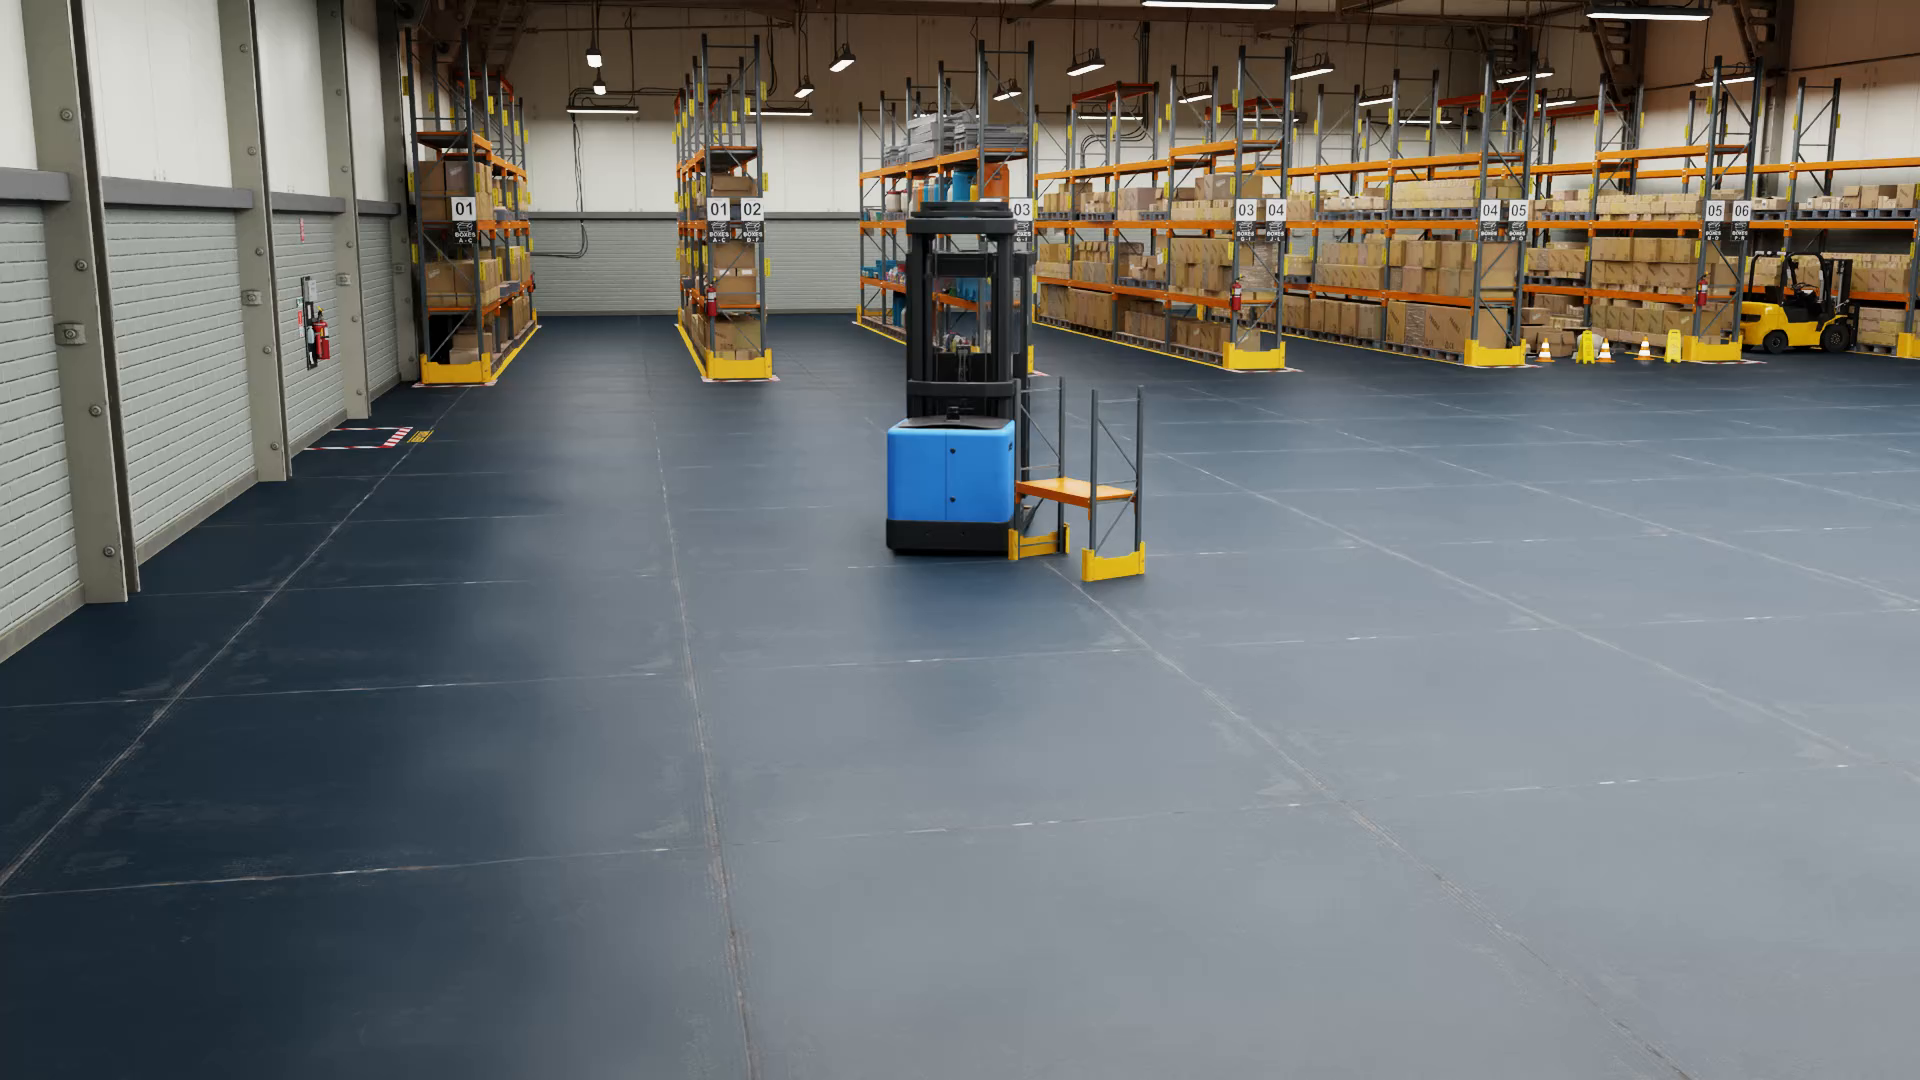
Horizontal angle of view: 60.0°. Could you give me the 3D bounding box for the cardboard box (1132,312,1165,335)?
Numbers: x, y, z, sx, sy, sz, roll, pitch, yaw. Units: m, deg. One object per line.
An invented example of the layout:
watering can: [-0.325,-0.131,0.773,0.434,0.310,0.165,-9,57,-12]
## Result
cardboard box: [4.413,-5.024,38.580,0.700,0.500,0.500,-3,11,-16]

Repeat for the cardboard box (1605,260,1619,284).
cardboard box: [14.574,-5.900,36.607,0.500,0.500,0.500,-2,11,-11]

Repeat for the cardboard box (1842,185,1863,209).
cardboard box: [19.785,-7.486,36.316,0.797,0.503,0.637,-2,11,-9]

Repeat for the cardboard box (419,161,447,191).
cardboard box: [-9.218,-6.345,28.994,0.500,0.500,0.500,-2,11,-8]

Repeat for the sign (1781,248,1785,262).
sign: [18.979,-6.576,38.339,0.100,0.325,0.005,-2,11,-11]

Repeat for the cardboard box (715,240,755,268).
cardboard box: [-4.108,-5.215,30.336,0.700,0.500,0.500,-2,11,-11]

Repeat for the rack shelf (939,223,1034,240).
rack shelf: [0.451,-6.099,32.620,1.077,0.370,4.000,-2,11,-11]

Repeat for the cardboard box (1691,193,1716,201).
cardboard box: [15.064,-6.946,33.684,0.380,0.149,0.250,-2,11,-10]

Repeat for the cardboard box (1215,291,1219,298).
cardboard box: [5.260,-4.850,32.827,0.380,0.149,0.250,-2,11,-11]

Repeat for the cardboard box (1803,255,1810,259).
cardboard box: [19.437,-6.468,37.859,0.380,0.149,0.250,-2,11,-10]

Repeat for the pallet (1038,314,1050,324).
pallet: [2.819,-6.213,46.776,1.003,0.211,1.213,-2,11,-11]

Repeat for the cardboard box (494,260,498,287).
cardboard box: [-9.158,-5.123,31.934,0.500,0.500,0.500,-2,11,-11]

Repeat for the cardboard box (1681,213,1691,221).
cardboard box: [14.995,-6.603,34.013,0.380,0.149,0.250,-2,11,-11]

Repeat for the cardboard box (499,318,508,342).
cardboard box: [-10.242,-4.577,36.231,0.700,0.500,0.500,-2,11,-10]

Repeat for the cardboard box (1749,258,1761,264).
cardboard box: [18.980,-6.627,39.488,0.380,0.149,0.250,-2,11,-13]

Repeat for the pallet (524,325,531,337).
pallet: [-11.283,-5.225,41.585,1.003,0.211,1.213,-2,11,-11]

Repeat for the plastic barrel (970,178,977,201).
plastic barrel: [0.494,-6.589,31.643,0.600,0.588,0.600,0,11,0]

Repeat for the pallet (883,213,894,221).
pallet: [-1.245,-8.054,41.470,1.213,0.211,1.003,-2,11,-11]

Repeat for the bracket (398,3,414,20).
bracket: [-9.433,-9.001,28.293,0.235,0.232,0.430,-2,11,-11]

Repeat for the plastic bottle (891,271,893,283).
plastic bottle: [-1.668,-6.510,41.190,0.061,0.283,0.133,-2,11,-11]

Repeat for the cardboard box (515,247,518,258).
cardboard box: [-10.680,-6.762,39.080,0.500,0.250,0.500,-2,11,-10]

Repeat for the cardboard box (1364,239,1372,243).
cardboard box: [12.122,-8.529,48.544,0.500,0.500,0.500,-2,11,-12]

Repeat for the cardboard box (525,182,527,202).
cardboard box: [-11.579,-9.086,43.393,0.500,0.500,0.500,-2,11,-11]

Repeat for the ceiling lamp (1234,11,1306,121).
ceiling lamp: [9.407,-14.306,50.180,2.000,3.185,0.800,-2,11,-11]

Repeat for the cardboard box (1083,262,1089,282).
cardboard box: [3.405,-6.765,41.949,0.500,0.500,0.500,-2,11,-12]

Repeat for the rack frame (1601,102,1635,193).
rack frame: [17.954,-10.482,45.700,1.000,3.000,0.127,-2,11,-11]

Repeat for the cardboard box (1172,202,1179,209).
cardboard box: [4.682,-7.051,35.031,0.380,0.149,0.250,-2,11,-13]

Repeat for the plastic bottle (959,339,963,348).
plastic bottle: [0.012,-3.836,32.914,0.061,0.283,0.133,-2,11,-10]

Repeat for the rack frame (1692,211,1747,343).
rack frame: [15.419,-5.153,33.746,1.000,3.000,0.127,-2,11,-11]

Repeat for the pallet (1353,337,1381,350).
pallet: [9.582,-4.457,37.547,1.003,0.211,1.213,-2,11,-11]

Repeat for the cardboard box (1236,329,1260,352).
cardboard box: [5.594,-3.886,32.652,0.500,0.500,0.500,0,11,0]

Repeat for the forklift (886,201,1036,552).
forklift: [0.100,-1.568,15.094,1.130,2.935,3.031,2,11,8]

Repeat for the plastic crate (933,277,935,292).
plastic crate: [-0.457,-5.529,35.766,0.392,0.384,0.575,-2,11,-11]

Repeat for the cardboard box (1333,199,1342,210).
cardboard box: [9.050,-7.844,38.875,0.500,0.250,0.500,-2,11,-9]

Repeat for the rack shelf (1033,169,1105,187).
rack shelf: [2.976,-9.757,44.887,1.077,0.370,4.000,-2,11,-11]

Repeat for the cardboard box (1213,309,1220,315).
cardboard box: [7.388,-6.446,47.040,0.380,0.149,0.250,-2,11,-10]

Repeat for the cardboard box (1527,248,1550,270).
cardboard box: [13.942,-6.738,39.889,0.500,0.500,0.500,-2,11,-10]

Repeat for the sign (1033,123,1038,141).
sign: [1.381,-7.476,30.466,0.100,0.325,0.005,-2,11,-11]

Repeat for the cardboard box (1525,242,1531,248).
cardboard box: [14.007,-7.260,41.874,0.500,0.500,0.500,-2,11,-13]

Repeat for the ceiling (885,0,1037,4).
ceiling: [-0.430,-15.497,47.985,6.000,0.001,6.000,-2,11,-11]

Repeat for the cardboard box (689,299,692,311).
cardboard box: [-6.205,-5.617,39.690,0.500,0.250,0.500,-2,11,-12]

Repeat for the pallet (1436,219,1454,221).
pallet: [13.312,-8.567,44.173,0.805,0.209,1.217,-3,11,-13]

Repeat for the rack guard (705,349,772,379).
rack guard: [-4.014,-3.200,30.174,1.175,0.500,0.348,-2,11,-11]

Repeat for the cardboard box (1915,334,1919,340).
cardboard box: [20.384,-4.287,35.427,0.500,0.250,0.500,-2,11,-11]

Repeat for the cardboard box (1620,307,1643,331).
cardboard box: [14.706,-4.799,36.115,0.500,0.500,0.500,-2,11,-8]

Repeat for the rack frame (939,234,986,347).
rack frame: [0.062,-5.346,34.761,1.000,3.000,0.127,-2,11,-11]

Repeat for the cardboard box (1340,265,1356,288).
cardboard box: [9.144,-6.101,38.462,0.500,0.500,0.500,-2,11,-12]

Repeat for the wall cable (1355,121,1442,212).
wall cable: [14.403,-12.207,54.664,2.988,3.039,0.133,-2,11,-11]

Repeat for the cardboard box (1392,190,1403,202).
cardboard box: [9.626,-7.389,35.690,0.500,0.250,0.500,-2,11,-11]

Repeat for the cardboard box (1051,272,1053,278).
cardboard box: [2.685,-7.196,45.154,0.380,0.149,0.250,-2,11,-10]

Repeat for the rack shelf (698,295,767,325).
rack shelf: [-4.408,-4.446,31.958,1.077,0.370,4.000,-2,11,-11]

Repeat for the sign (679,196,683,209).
sign: [-6.884,-8.340,41.087,0.100,0.325,0.005,-2,11,-11]

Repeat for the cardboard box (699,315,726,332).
cardboard box: [-4.909,-4.202,32.979,0.500,0.500,0.500,-2,11,-11]

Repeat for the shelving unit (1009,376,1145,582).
shelving unit: [0.940,-0.525,13.443,0.587,1.500,1.083,-7,13,-33]

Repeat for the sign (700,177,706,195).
sign: [-4.554,-6.285,29.517,0.100,0.325,0.005,-2,11,-11]
